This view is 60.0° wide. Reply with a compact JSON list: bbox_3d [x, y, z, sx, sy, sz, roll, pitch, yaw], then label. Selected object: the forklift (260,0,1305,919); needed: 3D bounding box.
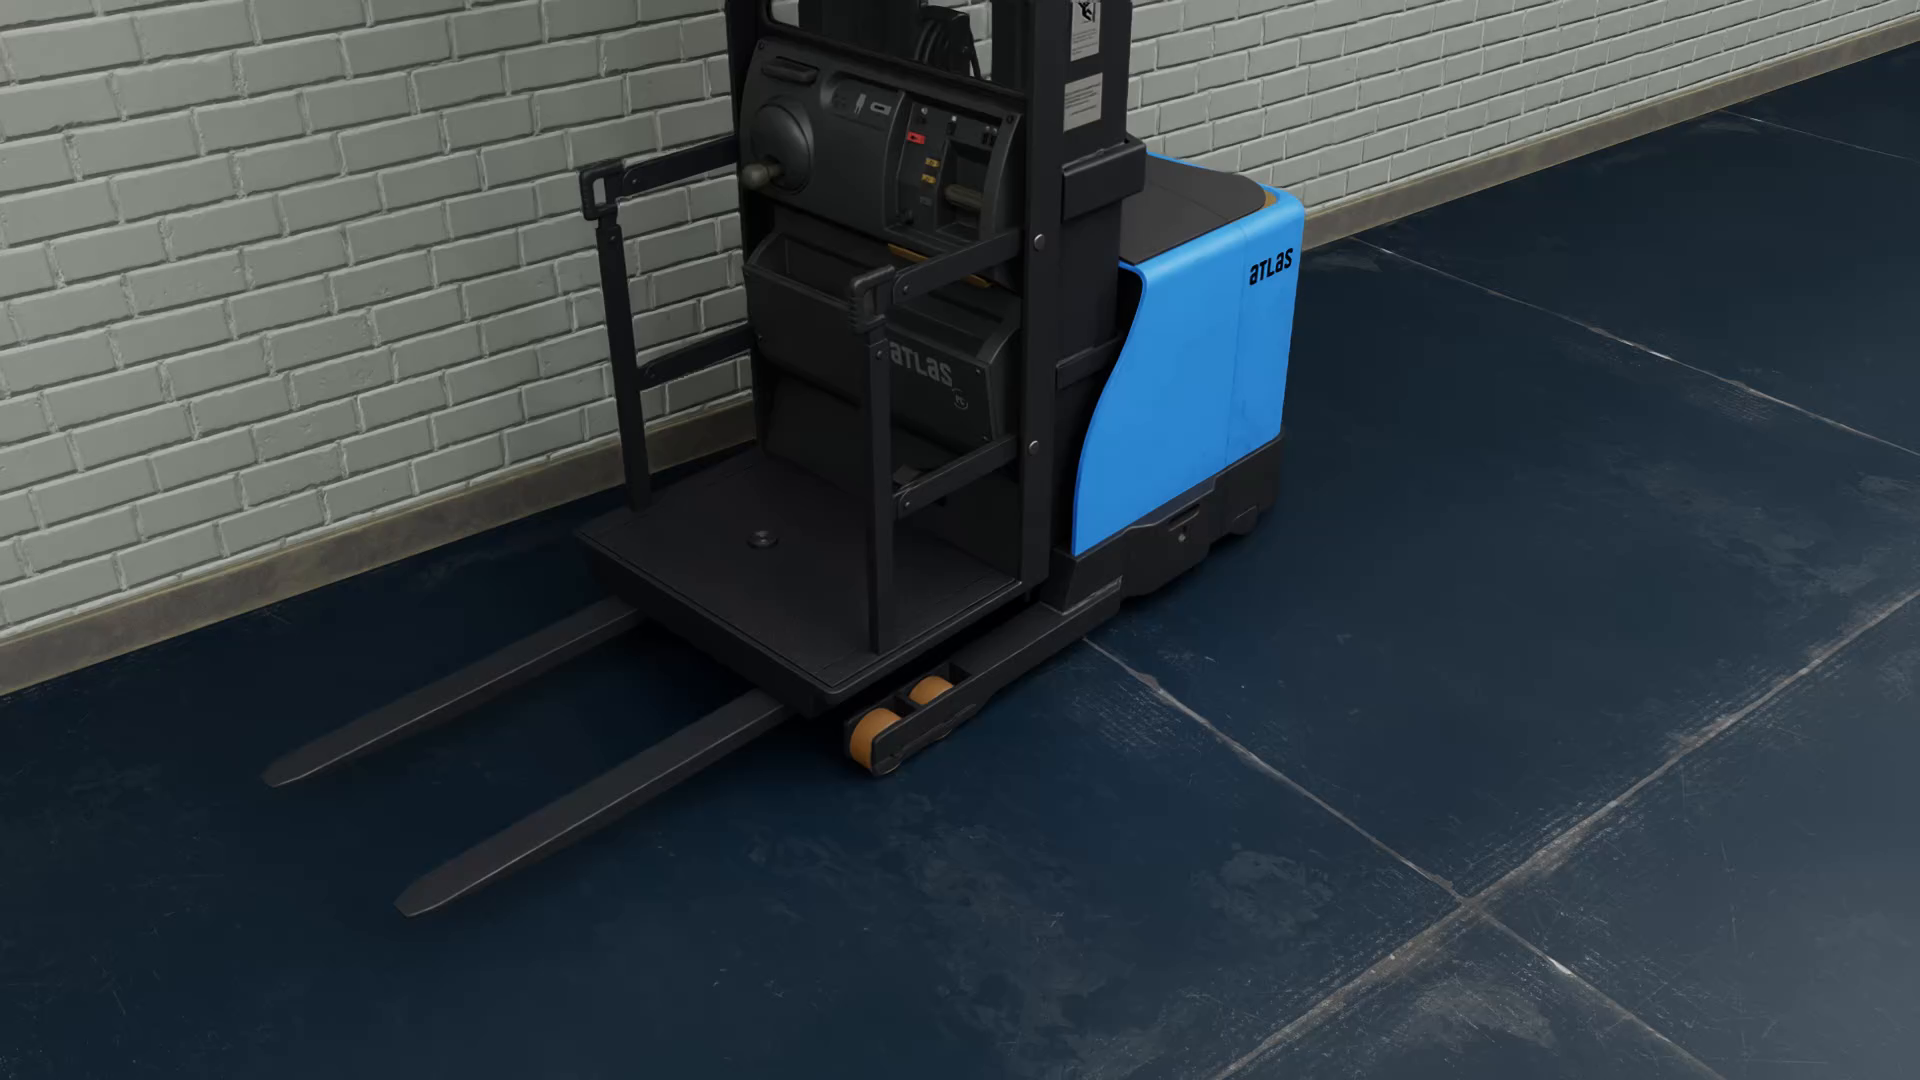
[{"bbox_3d":[-0.365,-0.950,4.001,1.130,2.935,3.031,27,41,36],"label":"forklift"}]
